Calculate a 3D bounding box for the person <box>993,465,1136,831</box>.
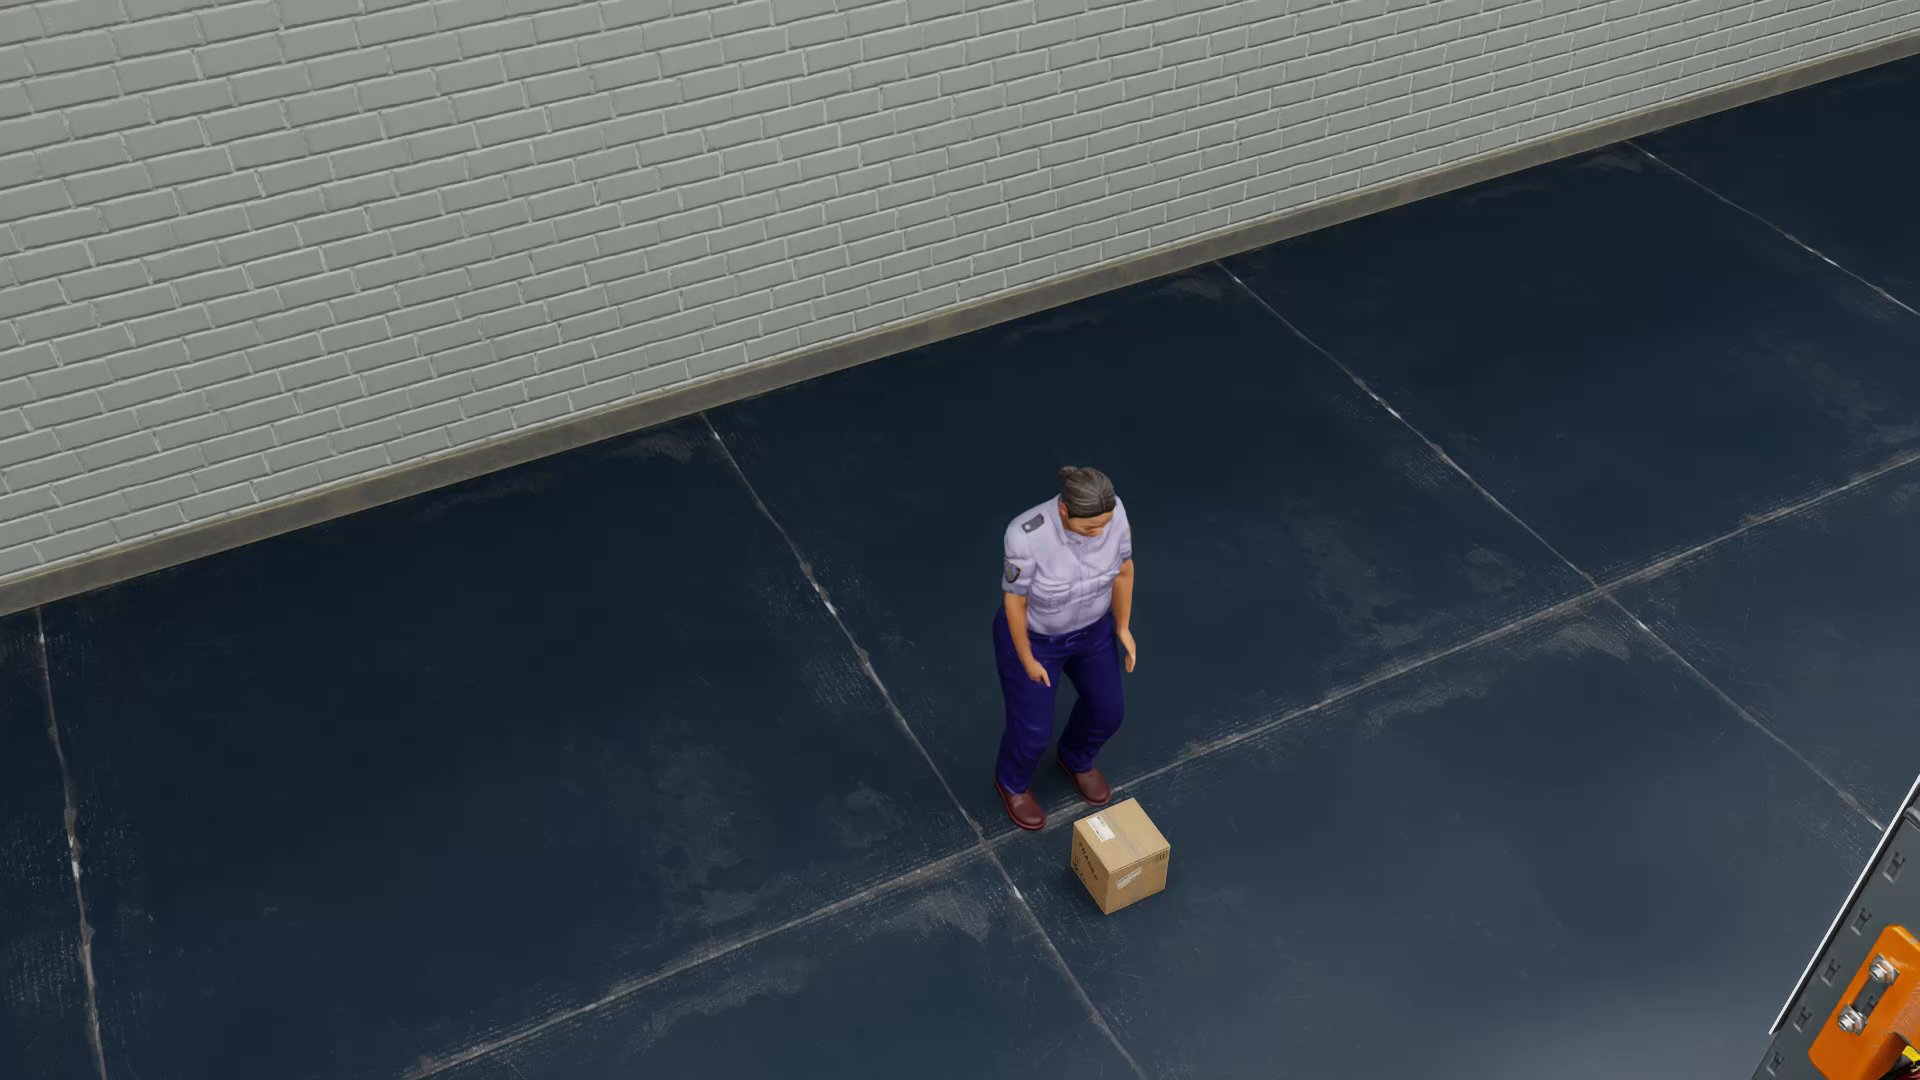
[{"bbox_3d":[0.365,0.337,5.830,0.496,1.607,0.391,-18,45,-19],"label":"person"}]
